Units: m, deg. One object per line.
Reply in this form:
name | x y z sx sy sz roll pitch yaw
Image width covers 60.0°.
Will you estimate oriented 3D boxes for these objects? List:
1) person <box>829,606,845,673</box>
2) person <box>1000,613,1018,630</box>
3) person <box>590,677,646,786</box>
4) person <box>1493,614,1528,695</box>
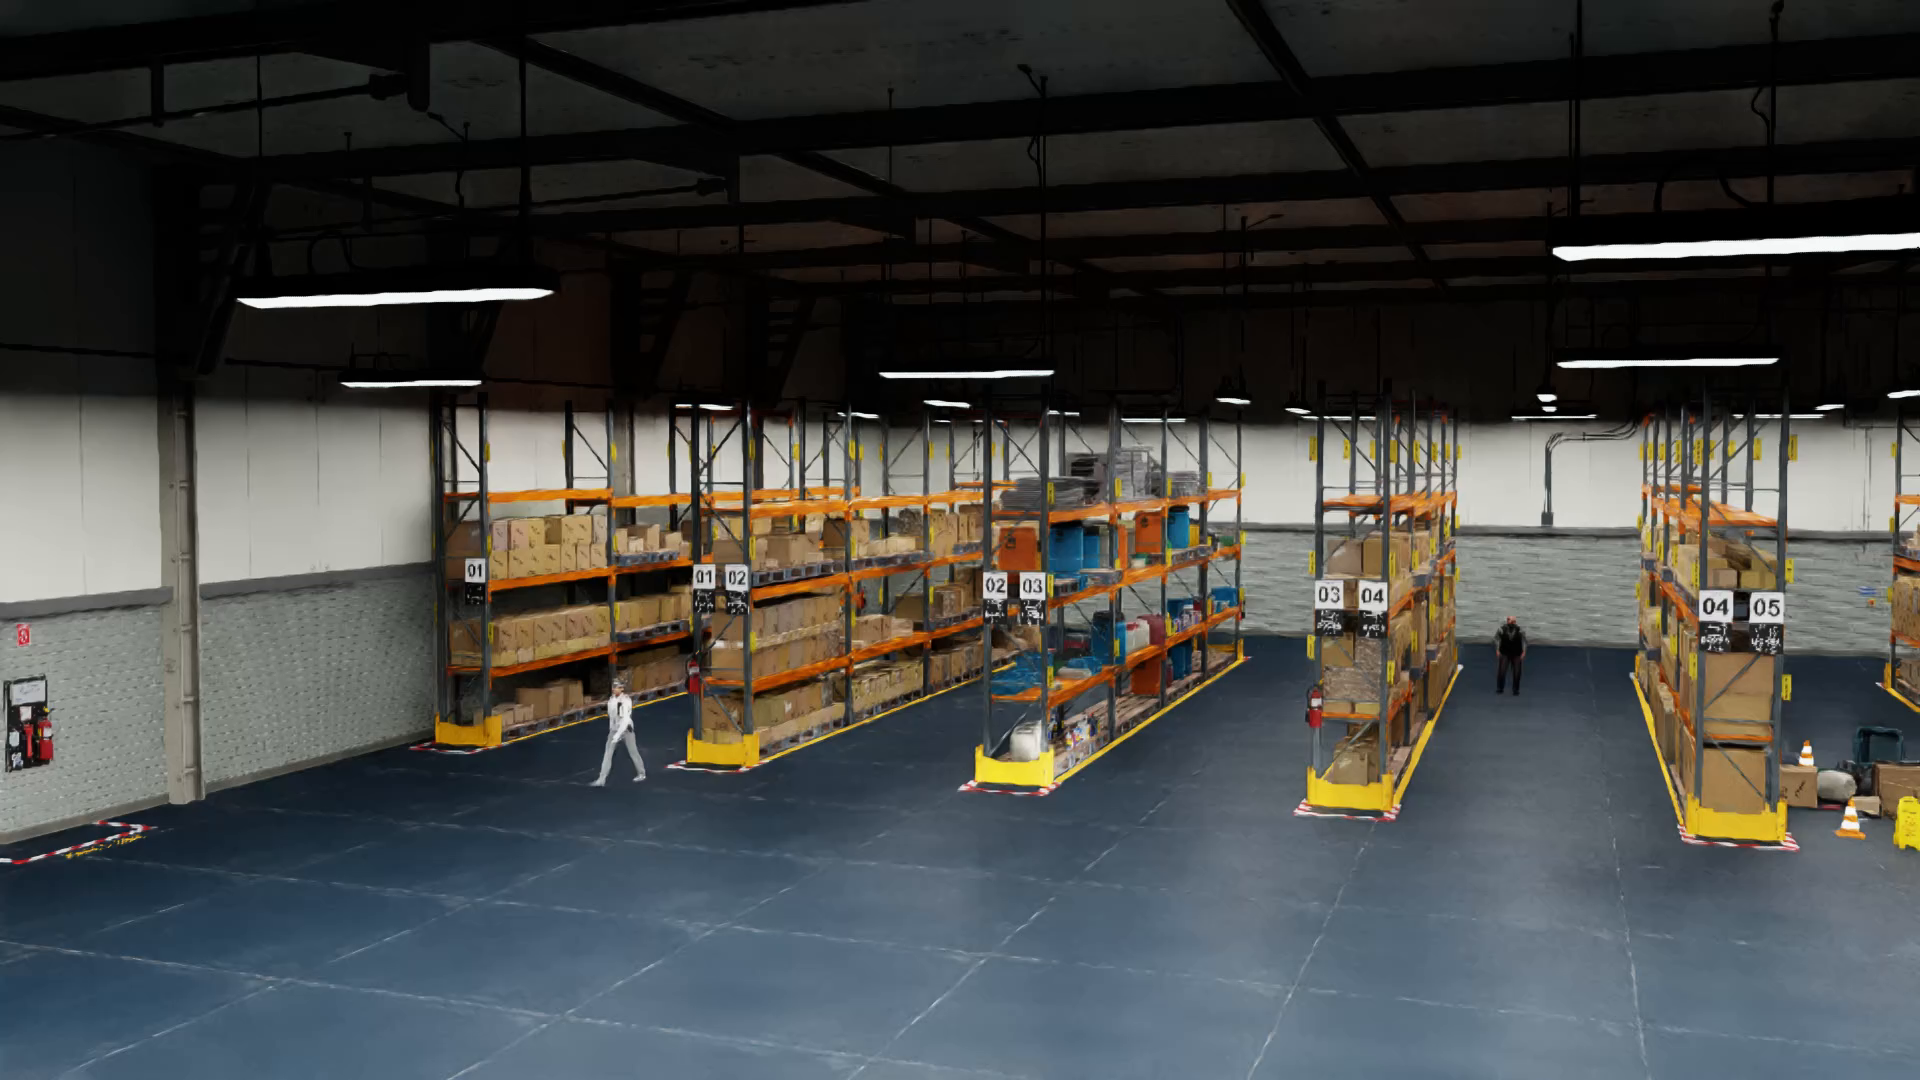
person | -2.601 2.246 35.715 0.677 1.726 0.574 1 3 18
person | 1.403 1.746 45.509 0.626 1.651 0.439 -2 4 -36
person | -5.086 2.847 24.861 0.484 1.620 0.978 2 3 29
person | 11.314 2.354 34.179 0.677 1.674 0.534 1 3 18
